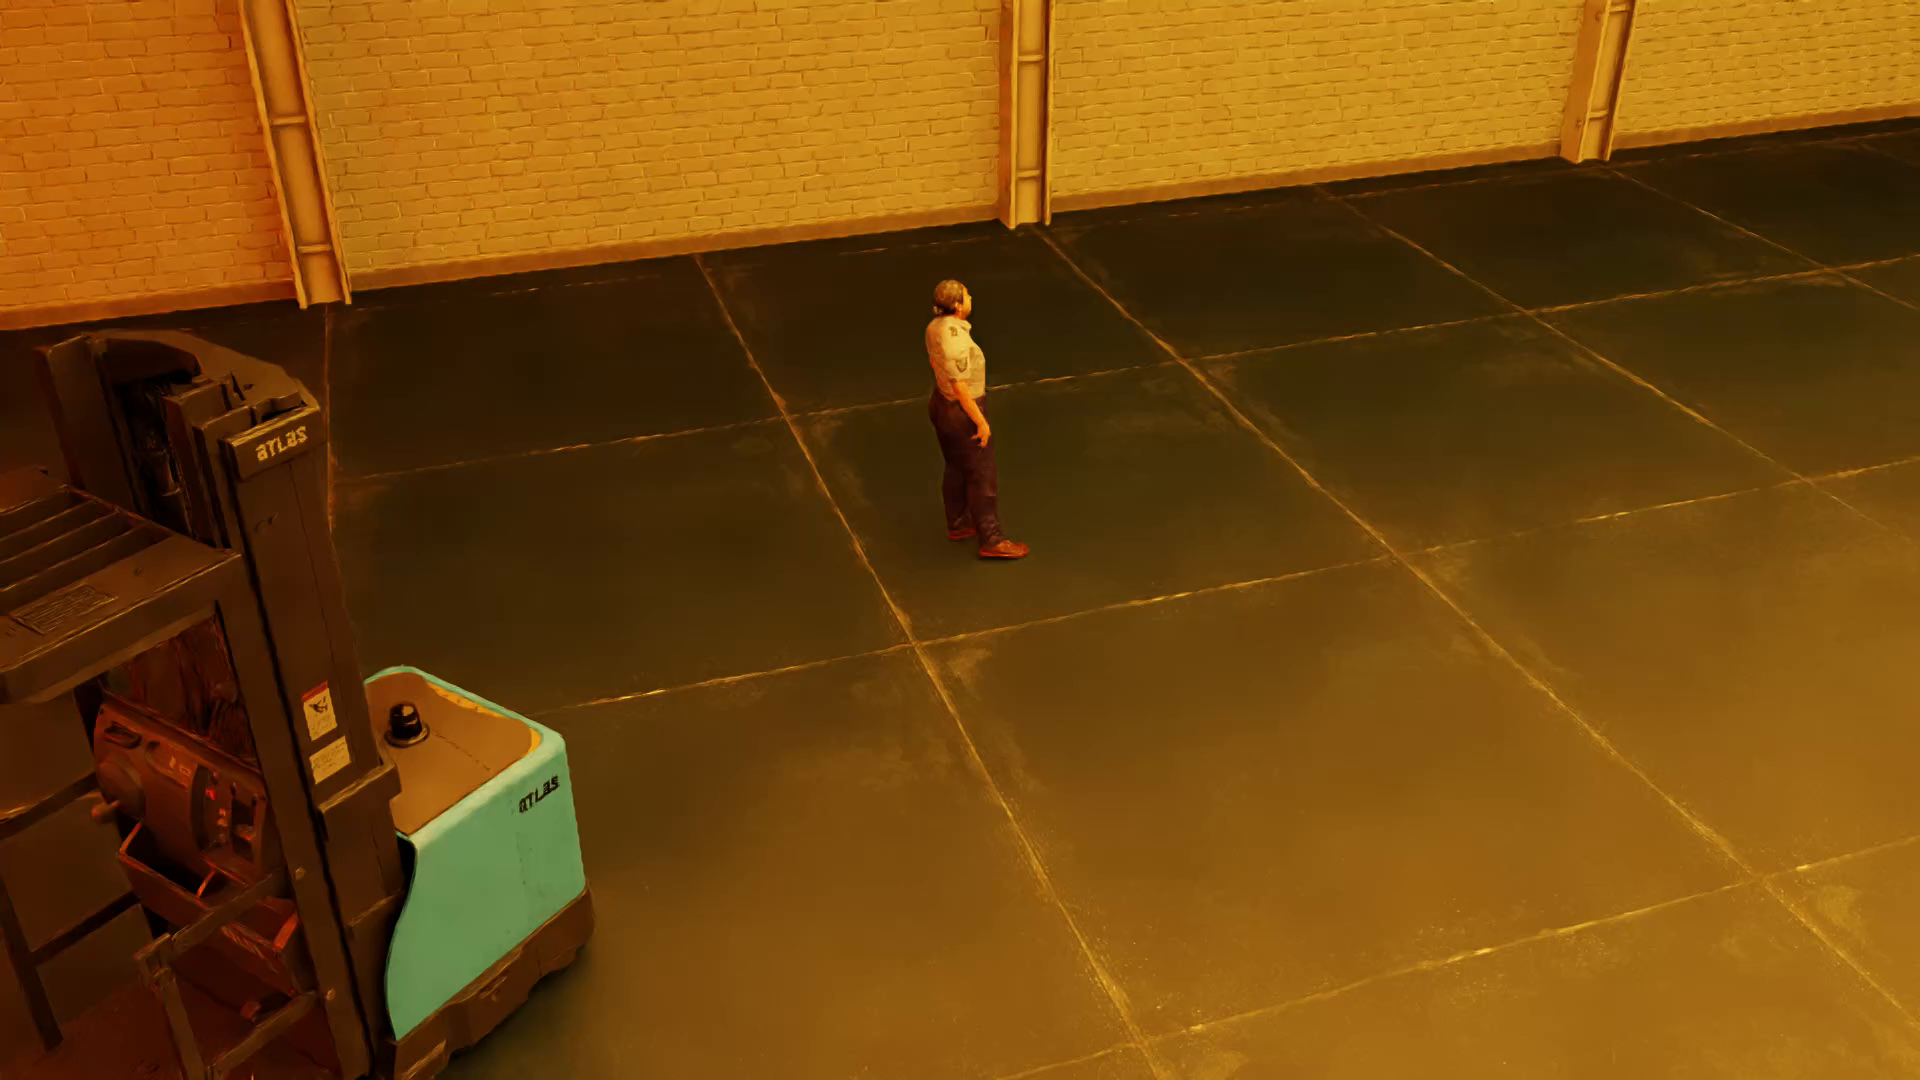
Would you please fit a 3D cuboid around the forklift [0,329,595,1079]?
[{"bbox_3d":[-2.766,0.911,5.504,1.130,2.935,3.031,18,34,28],"label":"forklift"}]

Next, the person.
[{"bbox_3d":[0.092,-0.720,9.620,0.502,1.642,0.599,-10,31,-16],"label":"person"}]
